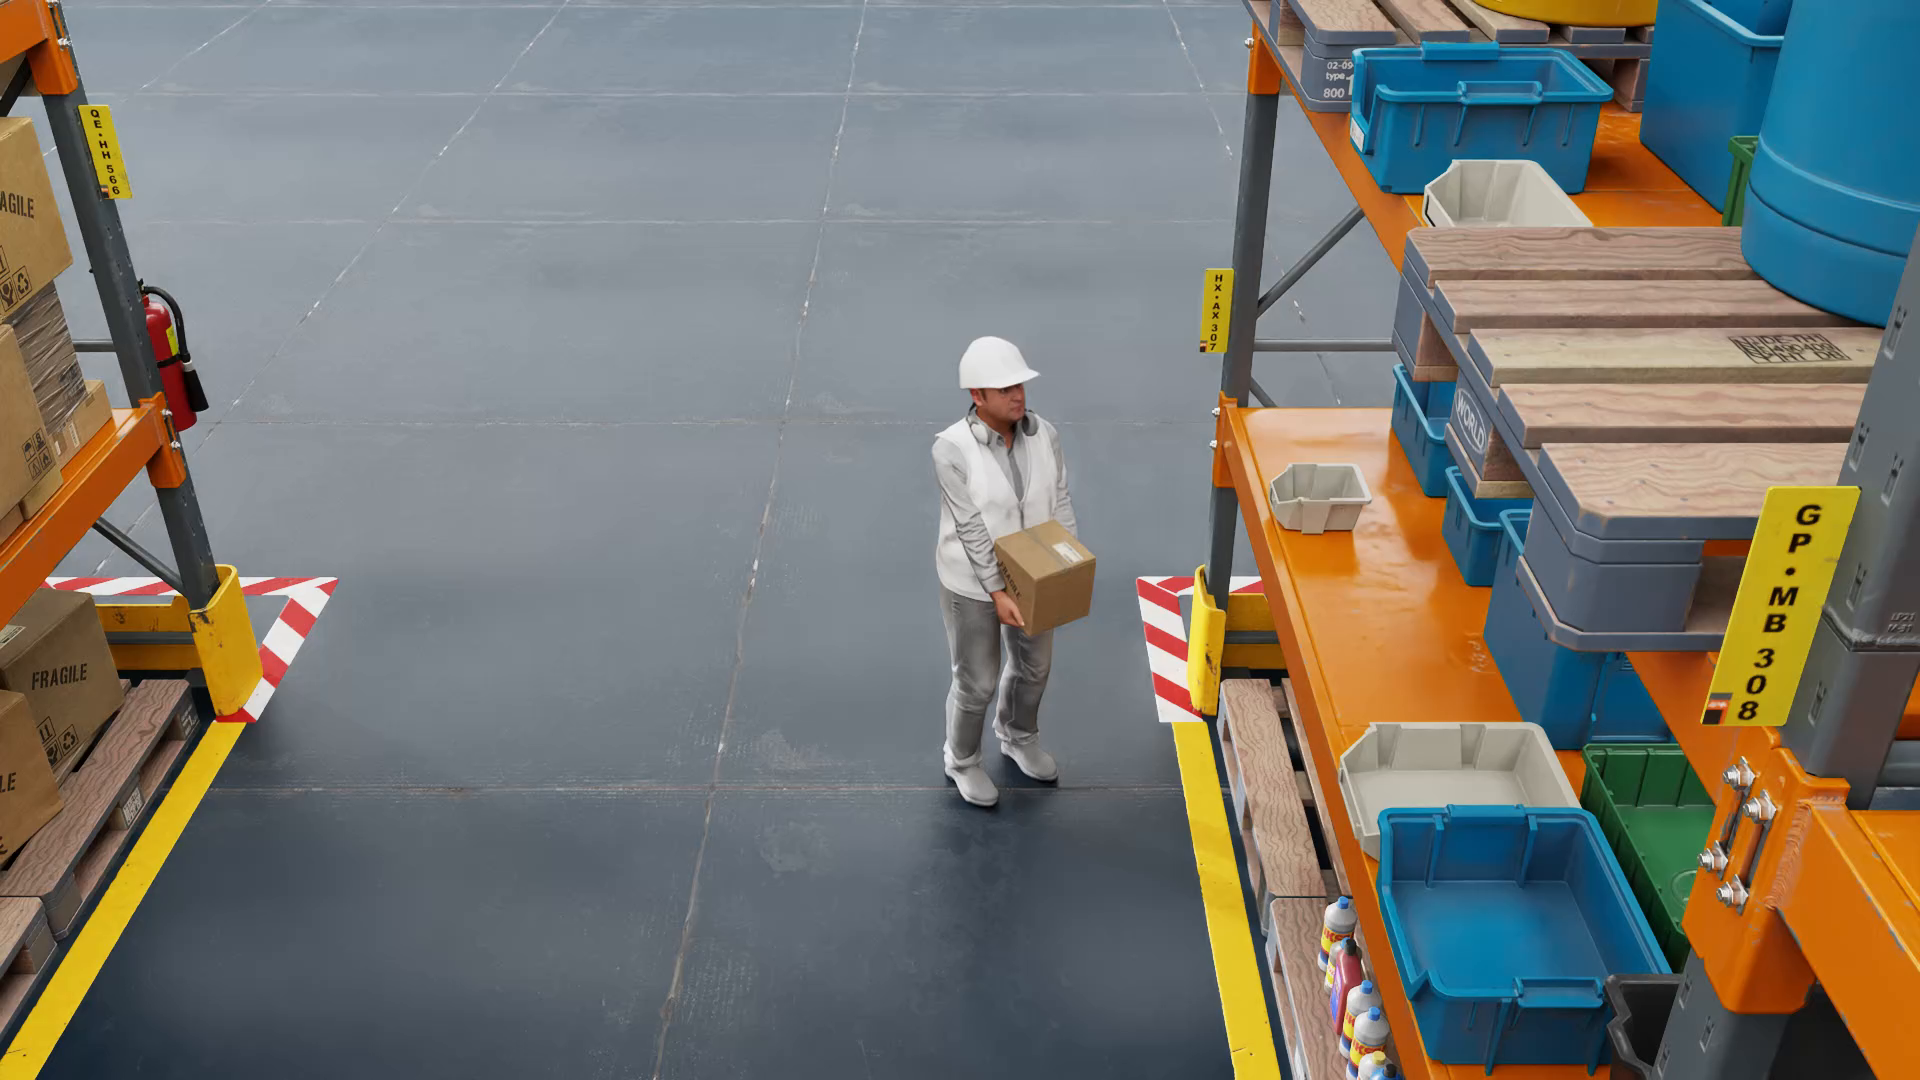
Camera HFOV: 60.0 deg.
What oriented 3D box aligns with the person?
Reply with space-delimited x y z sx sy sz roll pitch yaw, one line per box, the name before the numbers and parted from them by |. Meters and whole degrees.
person | 0.193 0.159 5.858 0.494 1.762 0.554 -18 36 -27
